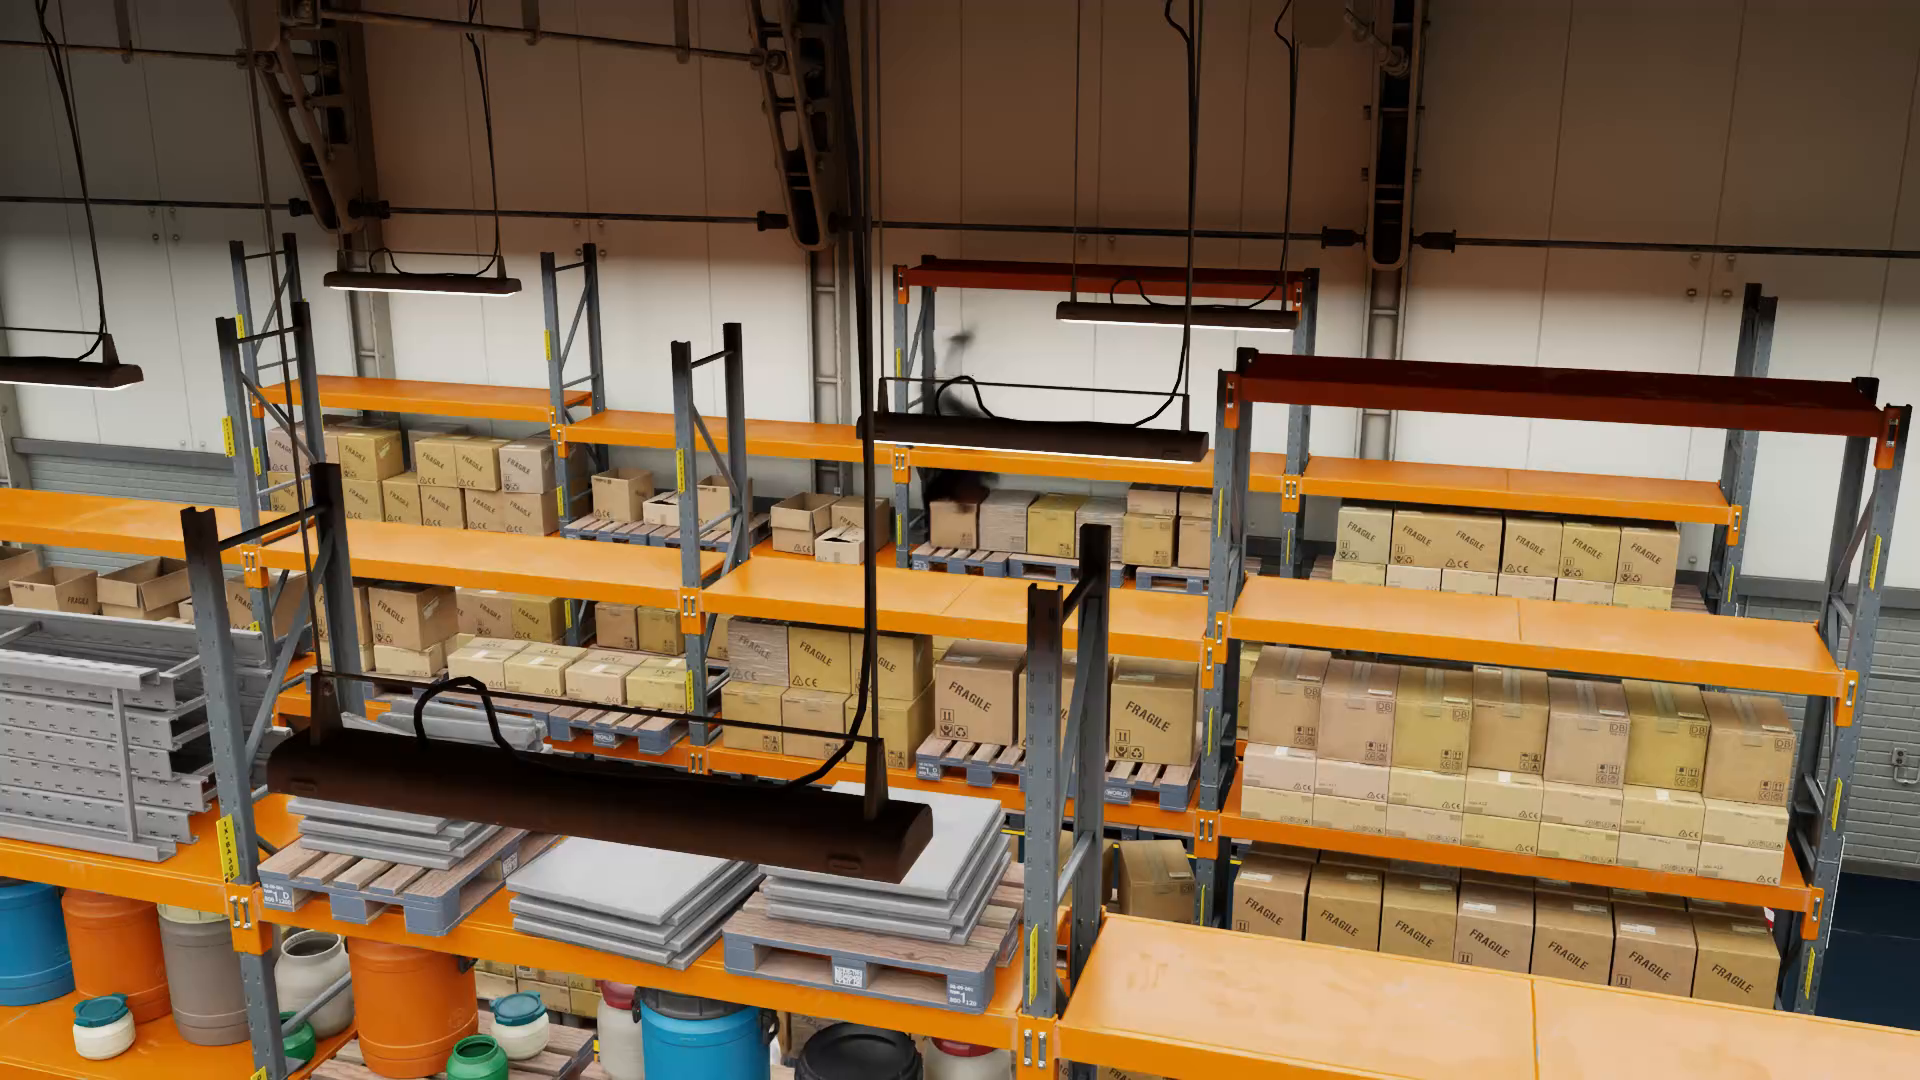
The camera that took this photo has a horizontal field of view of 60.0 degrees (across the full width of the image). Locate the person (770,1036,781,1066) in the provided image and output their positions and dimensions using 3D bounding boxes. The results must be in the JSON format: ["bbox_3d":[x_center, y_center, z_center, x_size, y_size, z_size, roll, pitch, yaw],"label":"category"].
[{"bbox_3d":[-1.414,4.064,11.500,0.734,1.818,0.664,4,17,13],"label":"person"}]
